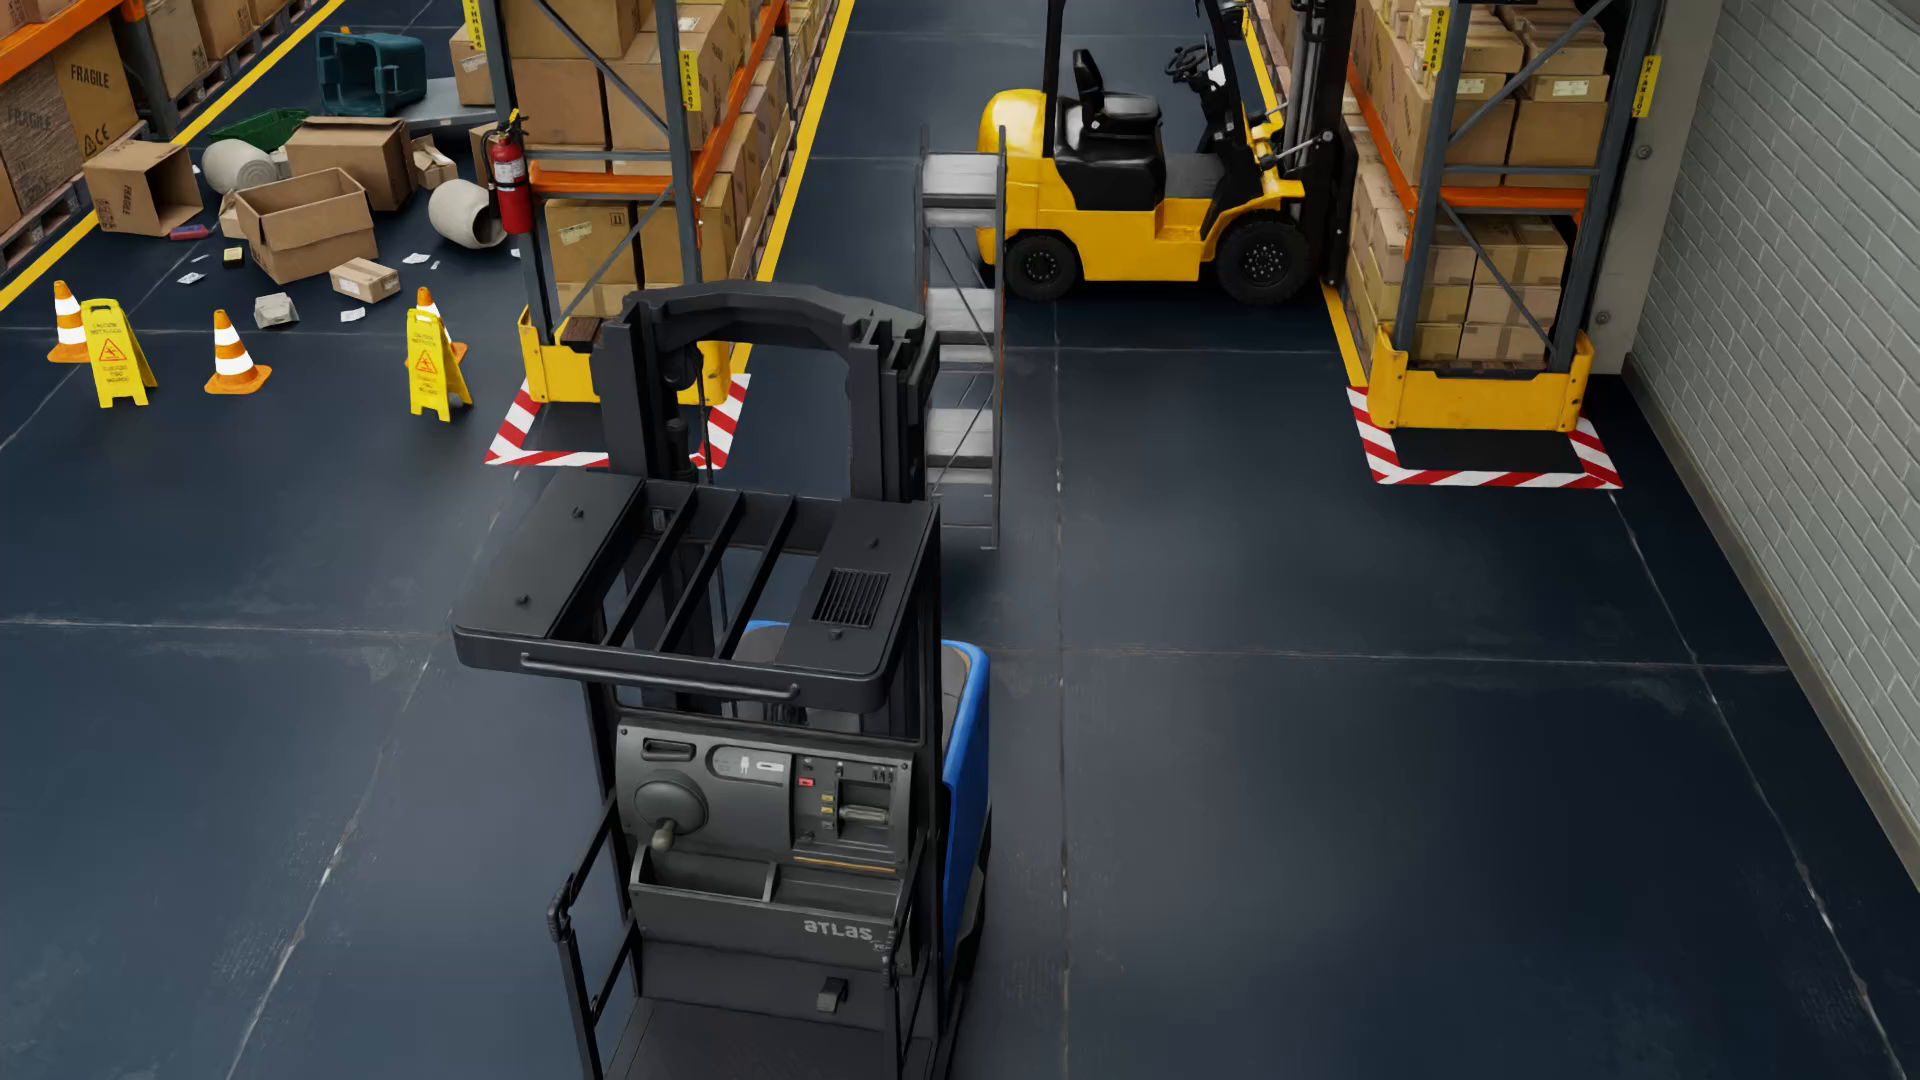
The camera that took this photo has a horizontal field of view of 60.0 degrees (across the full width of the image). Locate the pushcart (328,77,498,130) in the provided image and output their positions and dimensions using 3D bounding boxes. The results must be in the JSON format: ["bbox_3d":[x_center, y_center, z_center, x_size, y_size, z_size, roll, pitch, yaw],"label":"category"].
[{"bbox_3d":[-4.093,-3.336,13.114,1.648,0.377,0.936,-10,36,-14],"label":"pushcart"}]

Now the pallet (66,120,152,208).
[{"bbox_3d":[-6.872,-2.865,12.589,1.003,0.211,1.213,1,35,2],"label":"pallet"}]

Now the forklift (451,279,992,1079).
[{"bbox_3d":[-0.640,0.856,4.929,1.130,2.935,3.031,6,36,8],"label":"forklift"}]

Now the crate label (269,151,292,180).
[{"bbox_3d":[-5.189,-2.849,12.630,0.298,0.136,0.250,-24,42,-30],"label":"crate label"}]

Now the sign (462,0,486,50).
[{"bbox_3d":[-2.527,-2.714,8.667,0.100,0.325,0.005,1,35,2],"label":"sign"}]

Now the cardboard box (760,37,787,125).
[{"bbox_3d":[-1.568,-3.393,12.288,0.500,0.500,0.500,1,35,1],"label":"cardboard box"}]

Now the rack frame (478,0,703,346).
[{"bbox_3d":[-1.973,-2.087,9.056,1.000,3.000,0.127,1,35,2],"label":"rack frame"}]

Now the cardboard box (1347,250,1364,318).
[{"bbox_3d":[2.719,-1.584,10.367,0.500,0.250,0.500,1,35,2],"label":"cardboard box"}]

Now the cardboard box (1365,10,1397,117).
[{"bbox_3d":[2.794,-2.896,10.121,0.500,0.500,0.500,1,35,1],"label":"cardboard box"}]

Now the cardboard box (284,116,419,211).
[{"bbox_3d":[-4.403,-2.726,12.019,0.797,0.637,0.503,1,35,2],"label":"cardboard box"}]

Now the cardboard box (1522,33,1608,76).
[{"bbox_3d":[3.213,-2.590,8.863,0.380,0.149,0.250,1,35,1],"label":"cardboard box"}]

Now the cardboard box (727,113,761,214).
[{"bbox_3d":[-1.619,-2.500,11.018,0.500,0.500,0.500,2,35,3],"label":"cardboard box"}]

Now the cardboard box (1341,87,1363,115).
[{"bbox_3d":[2.775,-2.878,11.339,0.500,0.250,0.500,2,35,3],"label":"cardboard box"}]

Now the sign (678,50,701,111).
[{"bbox_3d":[-1.431,-2.429,8.790,0.100,0.325,0.005,1,35,2],"label":"sign"}]

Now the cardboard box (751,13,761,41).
[{"bbox_3d":[-1.559,-3.507,11.295,0.380,0.149,0.250,1,35,1],"label":"cardboard box"}]

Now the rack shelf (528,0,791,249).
[{"bbox_3d":[-1.893,-2.942,10.898,1.077,0.370,4.000,1,35,2],"label":"rack shelf"}]

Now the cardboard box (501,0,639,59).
[{"bbox_3d":[-2.171,-2.957,9.079,0.700,0.500,0.500,1,35,1],"label":"cardboard box"}]

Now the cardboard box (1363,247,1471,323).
[{"bbox_3d":[2.694,-1.513,9.831,0.500,0.250,0.500,1,35,1],"label":"cardboard box"}]

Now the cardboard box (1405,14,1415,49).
[{"bbox_3d":[2.794,-2.924,9.596,0.380,0.149,0.250,1,35,2],"label":"cardboard box"}]

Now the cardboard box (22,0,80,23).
[{"bbox_3d":[-6.765,-3.974,11.611,0.875,0.550,0.550,1,35,2],"label":"cardboard box"}]

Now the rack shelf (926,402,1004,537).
[{"bbox_3d":[0.007,-0.370,8.638,0.431,0.518,0.480,1,35,2],"label":"rack shelf"}]

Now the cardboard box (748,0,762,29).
[{"bbox_3d":[-1.612,-3.693,10.995,0.500,0.500,0.500,2,35,3],"label":"cardboard box"}]

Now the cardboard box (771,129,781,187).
[{"bbox_3d":[-1.579,-2.780,12.068,0.500,0.250,0.500,0,35,1],"label":"cardboard box"}]

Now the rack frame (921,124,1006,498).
[{"bbox_3d":[0.016,-1.094,8.427,0.400,2.100,0.015,1,35,2],"label":"rack frame"}]

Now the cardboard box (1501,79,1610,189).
[{"bbox_3d":[3.284,-2.294,9.263,0.500,0.500,0.500,2,35,3],"label":"cardboard box"}]

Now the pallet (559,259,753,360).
[{"bbox_3d":[-1.902,-1.456,10.583,1.003,0.211,1.213,1,35,2],"label":"pallet"}]

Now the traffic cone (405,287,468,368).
[{"bbox_3d":[-3.245,-1.326,10.180,0.336,0.463,0.334,1,35,2],"label":"traffic cone"}]

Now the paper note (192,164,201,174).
[{"bbox_3d":[-5.885,-2.820,12.681,0.147,0.020,0.142,-24,42,-30],"label":"paper note"}]

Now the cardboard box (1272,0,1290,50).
[{"bbox_3d":[3.224,-4.650,14.404,0.875,0.625,0.625,0,35,0],"label":"cardboard box"}]

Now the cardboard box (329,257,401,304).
[{"bbox_3d":[-3.939,-1.720,11.013,0.380,0.149,0.250,20,40,26],"label":"cardboard box"}]

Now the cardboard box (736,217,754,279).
[{"bbox_3d":[-1.637,-1.884,10.794,0.500,0.250,0.500,3,35,4],"label":"cardboard box"}]

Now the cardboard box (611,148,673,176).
[{"bbox_3d":[-1.753,-2.175,9.400,0.380,0.149,0.250,1,35,2],"label":"cardboard box"}]

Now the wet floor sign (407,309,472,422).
[{"bbox_3d":[-3.050,-1.039,9.613,0.267,0.644,0.232,13,37,18],"label":"wet floor sign"}]

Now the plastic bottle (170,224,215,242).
[{"bbox_3d":[-5.413,-2.172,11.733,0.283,0.061,0.133,-10,36,-14],"label":"plastic bottle"}]

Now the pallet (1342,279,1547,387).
[{"bbox_3d":[2.975,-1.274,10.325,1.003,0.211,1.213,1,35,2],"label":"pallet"}]

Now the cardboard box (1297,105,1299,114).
[{"bbox_3d":[2.797,-3.049,12.452,0.500,0.250,0.500,2,35,2],"label":"cardboard box"}]

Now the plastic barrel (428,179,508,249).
[{"bbox_3d":[-3.403,-2.255,11.536,0.512,0.421,0.421,28,44,33],"label":"plastic barrel"}]

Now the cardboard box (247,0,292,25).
[{"bbox_3d":[-6.748,-5.141,14.993,1.050,0.750,0.750,2,35,3],"label":"cardboard box"}]

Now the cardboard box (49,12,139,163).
[{"bbox_3d":[-6.858,-3.384,12.385,0.875,0.875,0.875,2,35,3],"label":"cardboard box"}]

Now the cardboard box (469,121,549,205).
[{"bbox_3d":[-3.215,-2.779,12.213,0.500,0.500,0.500,28,44,33],"label":"cardboard box"}]

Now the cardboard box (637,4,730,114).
[{"bbox_3d":[-1.660,-2.813,9.744,0.500,0.500,0.500,2,35,3],"label":"cardboard box"}]

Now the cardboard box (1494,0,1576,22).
[{"bbox_3d":[3.279,-3.034,9.494,0.380,0.149,0.250,2,35,2],"label":"cardboard box"}]

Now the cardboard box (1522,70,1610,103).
[{"bbox_3d":[3.259,-2.470,8.950,0.380,0.149,0.250,0,35,1],"label":"cardboard box"}]

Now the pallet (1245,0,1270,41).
[{"bbox_3d":[3.236,-4.958,15.566,1.003,0.211,1.213,1,35,2],"label":"pallet"}]

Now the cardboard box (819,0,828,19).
[{"bbox_3d":[-1.706,-5.031,15.166,0.950,0.372,0.625,1,35,1],"label":"cardboard box"}]

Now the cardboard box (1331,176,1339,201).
[{"bbox_3d":[2.748,-2.385,11.072,0.500,0.250,0.500,1,35,2],"label":"cardboard box"}]

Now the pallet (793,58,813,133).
[{"bbox_3d":[-1.783,-3.692,13.765,1.003,0.211,1.213,1,35,2],"label":"pallet"}]

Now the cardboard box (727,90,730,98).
[{"bbox_3d":[-1.632,-2.765,10.239,0.380,0.149,0.250,2,35,3],"label":"cardboard box"}]

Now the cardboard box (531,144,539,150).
[{"bbox_3d":[-2.273,-2.352,9.652,0.380,0.149,0.250,1,35,1],"label":"cardboard box"}]

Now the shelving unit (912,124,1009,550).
[{"bbox_3d":[0.007,-0.954,8.227,0.431,2.100,0.503,1,35,2],"label":"shelving unit"}]

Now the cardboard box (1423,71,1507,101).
[{"bbox_3d":[2.720,-2.486,8.974,0.380,0.149,0.250,2,35,3],"label":"cardboard box"}]

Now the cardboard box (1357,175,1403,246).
[{"bbox_3d":[2.708,-1.996,10.083,0.500,0.250,0.500,2,35,3],"label":"cardboard box"}]

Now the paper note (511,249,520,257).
[{"bbox_3d":[-3.031,-1.996,11.509,0.142,0.019,0.148,-10,36,-14],"label":"paper note"}]

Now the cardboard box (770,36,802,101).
[{"bbox_3d":[-1.794,-3.783,13.390,0.950,0.372,0.625,2,35,2],"label":"cardboard box"}]

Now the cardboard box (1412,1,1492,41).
[{"bbox_3d":[2.753,-2.906,9.313,0.380,0.149,0.250,2,35,3],"label":"cardboard box"}]

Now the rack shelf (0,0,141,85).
[{"bbox_3d":[-6.843,-2.998,10.978,1.077,0.370,4.000,1,35,2],"label":"rack shelf"}]

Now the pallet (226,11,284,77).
[{"bbox_3d":[-6.761,-4.448,14.841,1.003,0.211,1.213,1,35,2],"label":"pallet"}]
